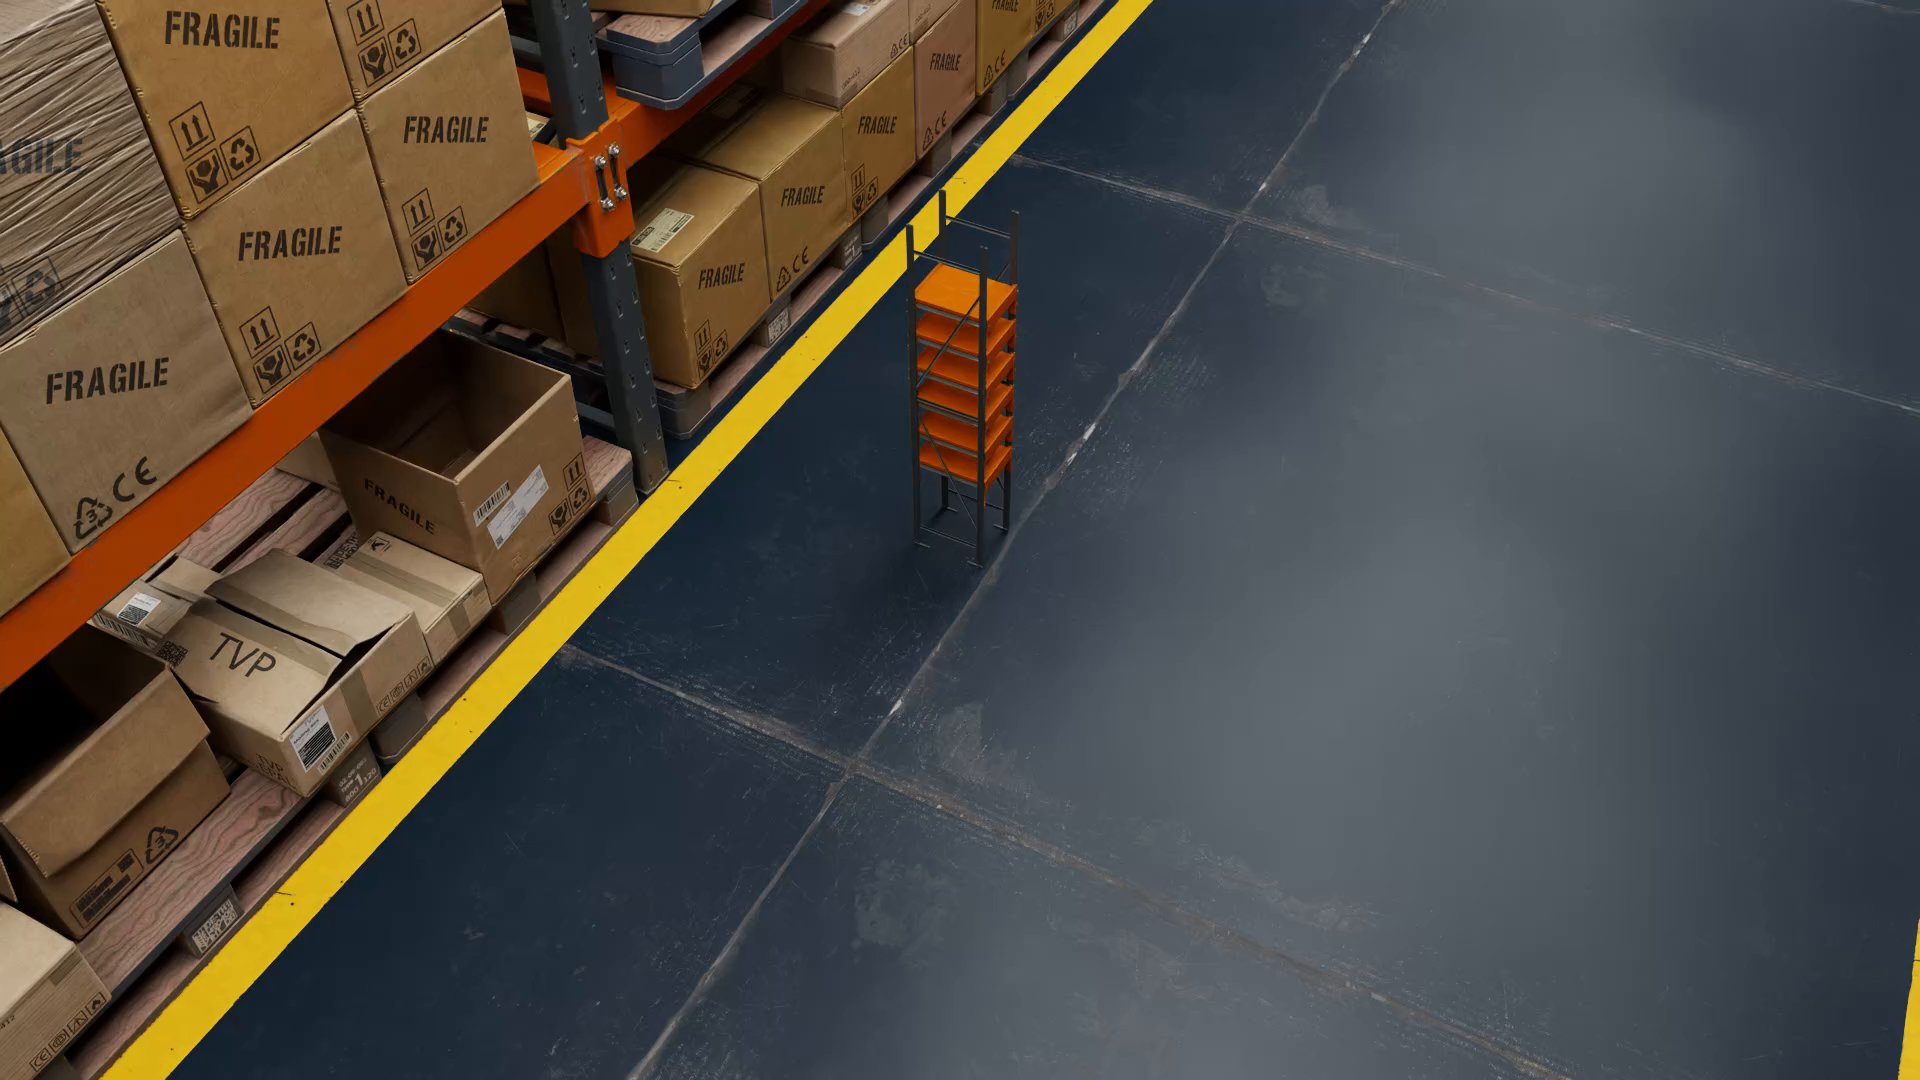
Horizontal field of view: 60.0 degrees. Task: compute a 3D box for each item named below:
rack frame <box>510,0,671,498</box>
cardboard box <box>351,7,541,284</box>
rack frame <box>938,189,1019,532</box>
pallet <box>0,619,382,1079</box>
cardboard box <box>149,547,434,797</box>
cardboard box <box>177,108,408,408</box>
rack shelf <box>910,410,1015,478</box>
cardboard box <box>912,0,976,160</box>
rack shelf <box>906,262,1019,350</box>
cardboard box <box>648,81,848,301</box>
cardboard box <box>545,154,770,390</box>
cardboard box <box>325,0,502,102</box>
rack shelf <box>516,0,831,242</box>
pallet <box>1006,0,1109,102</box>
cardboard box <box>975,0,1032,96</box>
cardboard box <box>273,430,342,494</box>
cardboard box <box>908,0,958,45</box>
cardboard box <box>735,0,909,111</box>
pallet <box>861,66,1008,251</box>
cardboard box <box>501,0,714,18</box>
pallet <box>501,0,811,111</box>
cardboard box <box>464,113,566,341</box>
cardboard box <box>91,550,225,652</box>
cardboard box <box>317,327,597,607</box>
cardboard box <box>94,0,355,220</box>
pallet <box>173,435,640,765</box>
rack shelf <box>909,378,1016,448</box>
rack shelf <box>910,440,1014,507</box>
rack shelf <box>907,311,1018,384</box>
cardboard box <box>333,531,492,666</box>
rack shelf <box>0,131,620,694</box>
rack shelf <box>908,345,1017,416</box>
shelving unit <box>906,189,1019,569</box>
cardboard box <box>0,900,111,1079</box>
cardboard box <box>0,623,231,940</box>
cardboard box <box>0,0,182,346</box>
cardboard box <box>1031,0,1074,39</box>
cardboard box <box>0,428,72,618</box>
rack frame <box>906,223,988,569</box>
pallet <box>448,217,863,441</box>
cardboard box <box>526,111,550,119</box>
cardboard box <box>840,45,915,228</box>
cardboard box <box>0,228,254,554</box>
[{"bbox_3d":[-1.422,-1.396,4.520,1.000,3.000,0.127,20,49,19],"label":"rack frame"},{"bbox_3d":[-1.427,-1.031,4.090,0.500,0.500,0.500,21,49,20],"label":"cardboard box"},{"bbox_3d":[0.049,-0.489,4.889,0.240,1.200,0.006,20,49,19],"label":"rack frame"},{"bbox_3d":[-2.307,0.789,4.322,1.003,0.211,1.213,20,49,19],"label":"pallet"},{"bbox_3d":[-1.784,0.320,4.406,0.500,0.311,0.500,20,49,19],"label":"cardboard box"},{"bbox_3d":[-1.665,-0.706,3.768,0.500,0.500,0.500,22,49,20],"label":"cardboard box"},{"bbox_3d":[0.007,-0.315,4.949,0.258,0.103,0.180,20,49,19],"label":"rack shelf"},{"bbox_3d":[-0.271,-1.866,6.434,0.500,0.500,0.500,19,48,18],"label":"cardboard box"},{"bbox_3d":[0.007,-0.653,4.608,0.258,0.103,0.180,20,49,19],"label":"rack shelf"},{"bbox_3d":[-0.744,-1.235,5.810,0.500,0.500,0.500,21,49,20],"label":"cardboard box"},{"bbox_3d":[-0.982,-0.896,5.475,0.500,0.500,0.500,18,48,17],"label":"cardboard box"},{"bbox_3d":[-1.428,-1.378,3.730,0.500,0.500,0.500,21,49,19],"label":"cardboard box"},{"bbox_3d":[-0.494,-2.403,6.021,1.077,0.370,4.000,20,49,19],"label":"rack shelf"},{"bbox_3d":[0.054,-2.477,7.550,1.003,0.211,1.213,20,49,19],"label":"pallet"},{"bbox_3d":[-0.032,-2.199,6.762,0.500,0.500,0.500,19,48,18],"label":"cardboard box"},{"bbox_3d":[-1.809,-0.412,5.129,0.500,0.311,0.500,20,49,19],"label":"cardboard box"},{"bbox_3d":[-0.285,-2.106,6.143,0.500,0.250,0.500,20,49,18],"label":"cardboard box"},{"bbox_3d":[-0.518,-1.789,5.830,0.500,0.250,0.500,21,49,19],"label":"cardboard box"},{"bbox_3d":[-0.513,-1.712,6.793,1.003,0.211,1.213,20,49,19],"label":"pallet"},{"bbox_3d":[-1.004,-1.803,4.557,0.700,0.500,0.500,6,46,6],"label":"cardboard box"},{"bbox_3d":[-0.955,-1.795,5.050,1.003,0.211,1.213,20,49,19],"label":"pallet"},{"bbox_3d":[-1.447,-1.077,5.654,0.500,0.500,0.500,20,49,19],"label":"cardboard box"},{"bbox_3d":[-2.202,0.187,4.639,0.380,0.166,0.250,20,49,19],"label":"cardboard box"},{"bbox_3d":[-1.436,-0.219,4.806,0.500,0.500,0.500,20,49,19],"label":"cardboard box"},{"bbox_3d":[-1.663,-1.054,3.410,0.500,0.500,0.500,20,49,18],"label":"cardboard box"},{"bbox_3d":[-1.742,0.017,5.085,1.003,0.211,1.213,20,49,19],"label":"pallet"},{"bbox_3d":[0.007,-0.400,4.864,0.258,0.103,0.180,20,49,19],"label":"rack shelf"},{"bbox_3d":[0.007,-0.231,5.035,0.258,0.103,0.180,20,49,19],"label":"rack shelf"},{"bbox_3d":[0.007,-0.568,4.693,0.258,0.103,0.180,20,49,19],"label":"rack shelf"},{"bbox_3d":[-1.557,0.161,4.677,0.380,0.149,0.250,20,49,19],"label":"cardboard box"},{"bbox_3d":[-2.351,0.117,3.531,1.077,0.370,4.000,20,49,19],"label":"rack shelf"},{"bbox_3d":[0.007,-0.484,4.779,0.258,0.103,0.180,20,49,19],"label":"rack shelf"},{"bbox_3d":[0.007,-0.431,4.832,0.258,1.200,0.189,20,49,19],"label":"shelving unit"},{"bbox_3d":[-2.311,1.057,3.720,0.500,0.250,0.500,20,49,19],"label":"cardboard box"},{"bbox_3d":[-2.290,0.513,4.080,0.797,0.503,0.637,20,49,19],"label":"cardboard box"},{"bbox_3d":[-1.897,-0.737,3.096,0.500,0.500,0.500,21,49,19],"label":"cardboard box"},{"bbox_3d":[0.208,-2.525,7.084,0.500,0.500,0.500,22,49,21],"label":"cardboard box"},{"bbox_3d":[-2.136,-0.060,3.130,0.500,0.500,0.500,21,49,20],"label":"cardboard box"},{"bbox_3d":[-0.036,-0.373,4.775,0.240,1.200,0.006,20,49,19],"label":"rack frame"},{"bbox_3d":[-1.078,-0.940,6.031,1.003,0.211,1.213,20,49,19],"label":"pallet"},{"bbox_3d":[-1.210,-1.386,5.959,0.500,0.500,0.500,21,49,19],"label":"cardboard box"},{"bbox_3d":[-0.506,-1.548,6.119,0.500,0.500,0.500,21,49,20],"label":"cardboard box"},{"bbox_3d":[-1.902,-0.381,3.448,0.500,0.500,0.500,22,49,20],"label":"cardboard box"}]
